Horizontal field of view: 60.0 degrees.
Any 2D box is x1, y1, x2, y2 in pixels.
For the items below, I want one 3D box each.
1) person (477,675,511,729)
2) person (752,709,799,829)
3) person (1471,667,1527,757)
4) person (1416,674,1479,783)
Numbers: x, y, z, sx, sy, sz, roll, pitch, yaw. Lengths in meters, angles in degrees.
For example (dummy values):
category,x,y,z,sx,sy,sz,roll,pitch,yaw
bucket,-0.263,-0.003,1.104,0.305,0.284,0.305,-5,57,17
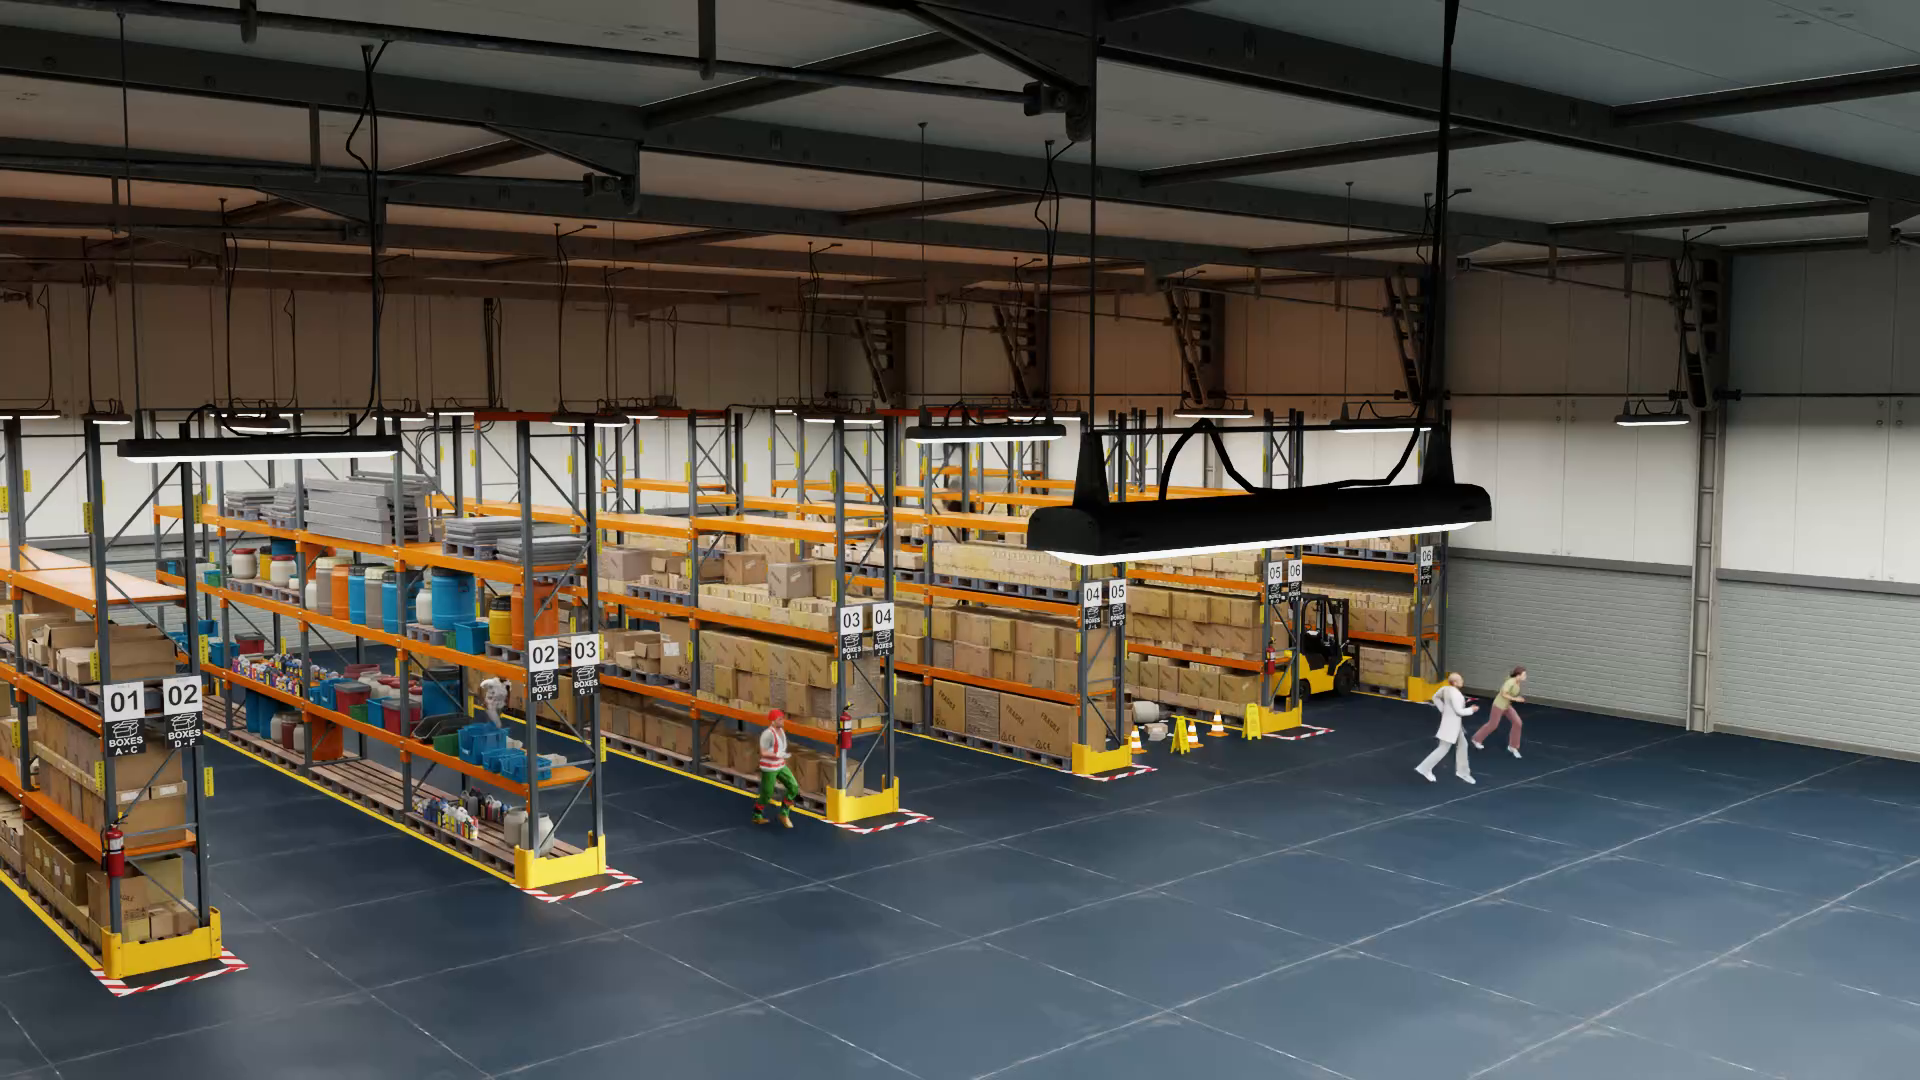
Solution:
category,x,y,z,sx,sy,sz,roll,pitch,yaw
person,-8.242,2.996,29.254,0.987,1.627,0.612,5,7,43
person,-2.702,3.330,24.168,0.794,1.782,0.670,3,6,31
person,9.486,2.997,29.283,0.950,1.624,0.619,4,6,37
person,7.919,3.070,27.048,1.002,1.829,0.728,1,5,6
